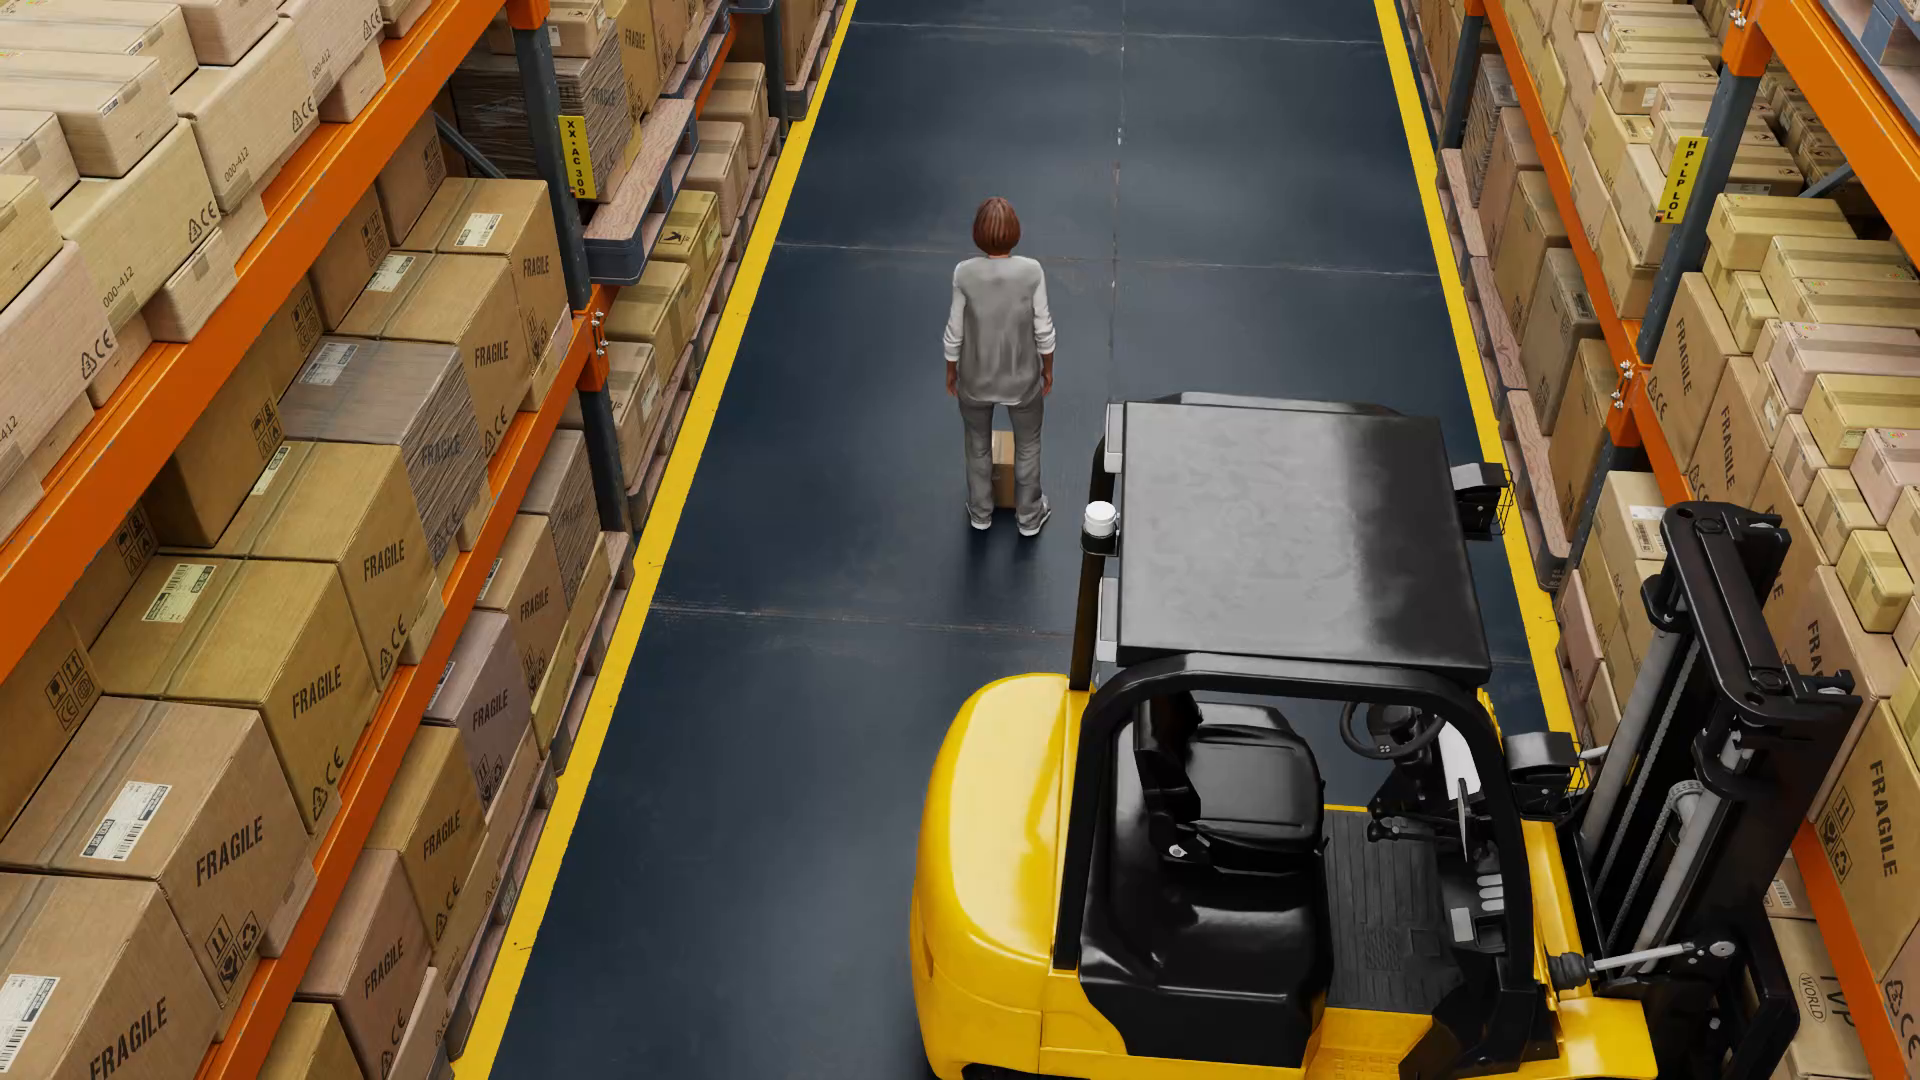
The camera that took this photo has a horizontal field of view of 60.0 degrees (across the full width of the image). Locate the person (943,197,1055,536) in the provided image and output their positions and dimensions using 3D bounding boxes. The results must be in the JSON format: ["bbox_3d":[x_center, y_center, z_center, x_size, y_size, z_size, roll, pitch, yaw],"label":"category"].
[{"bbox_3d":[0.169,-0.688,6.969,0.477,1.591,0.377,1,41,1],"label":"person"}]
